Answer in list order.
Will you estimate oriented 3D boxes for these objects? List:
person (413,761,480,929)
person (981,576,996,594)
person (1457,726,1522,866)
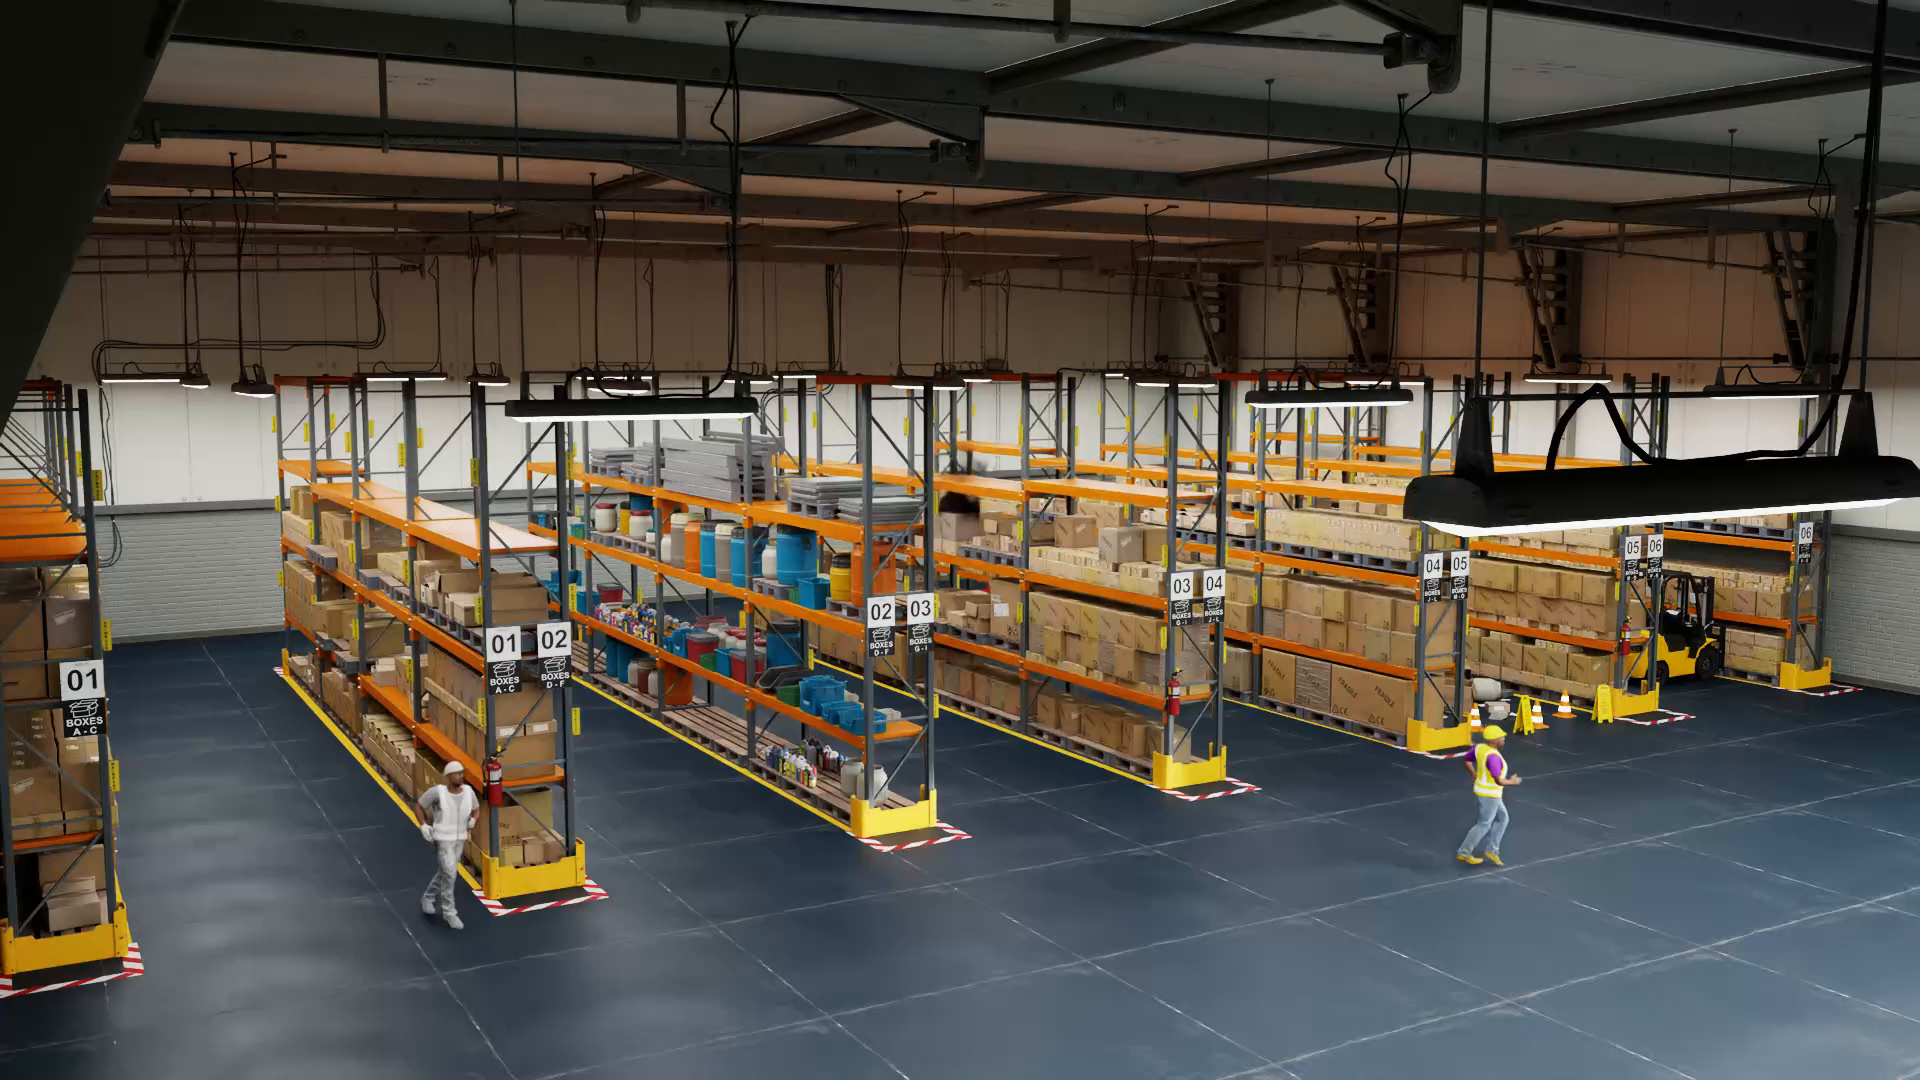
[{"bbox_3d":[-5.757,3.398,18.820,0.826,1.803,0.687,4,8,35],"label":"person"},{"bbox_3d":[0.714,1.632,35.250,0.637,1.736,0.702,-6,8,-41],"label":"person"},{"bbox_3d":[6.585,3.212,20.697,0.751,1.839,0.716,1,6,5],"label":"person"}]
